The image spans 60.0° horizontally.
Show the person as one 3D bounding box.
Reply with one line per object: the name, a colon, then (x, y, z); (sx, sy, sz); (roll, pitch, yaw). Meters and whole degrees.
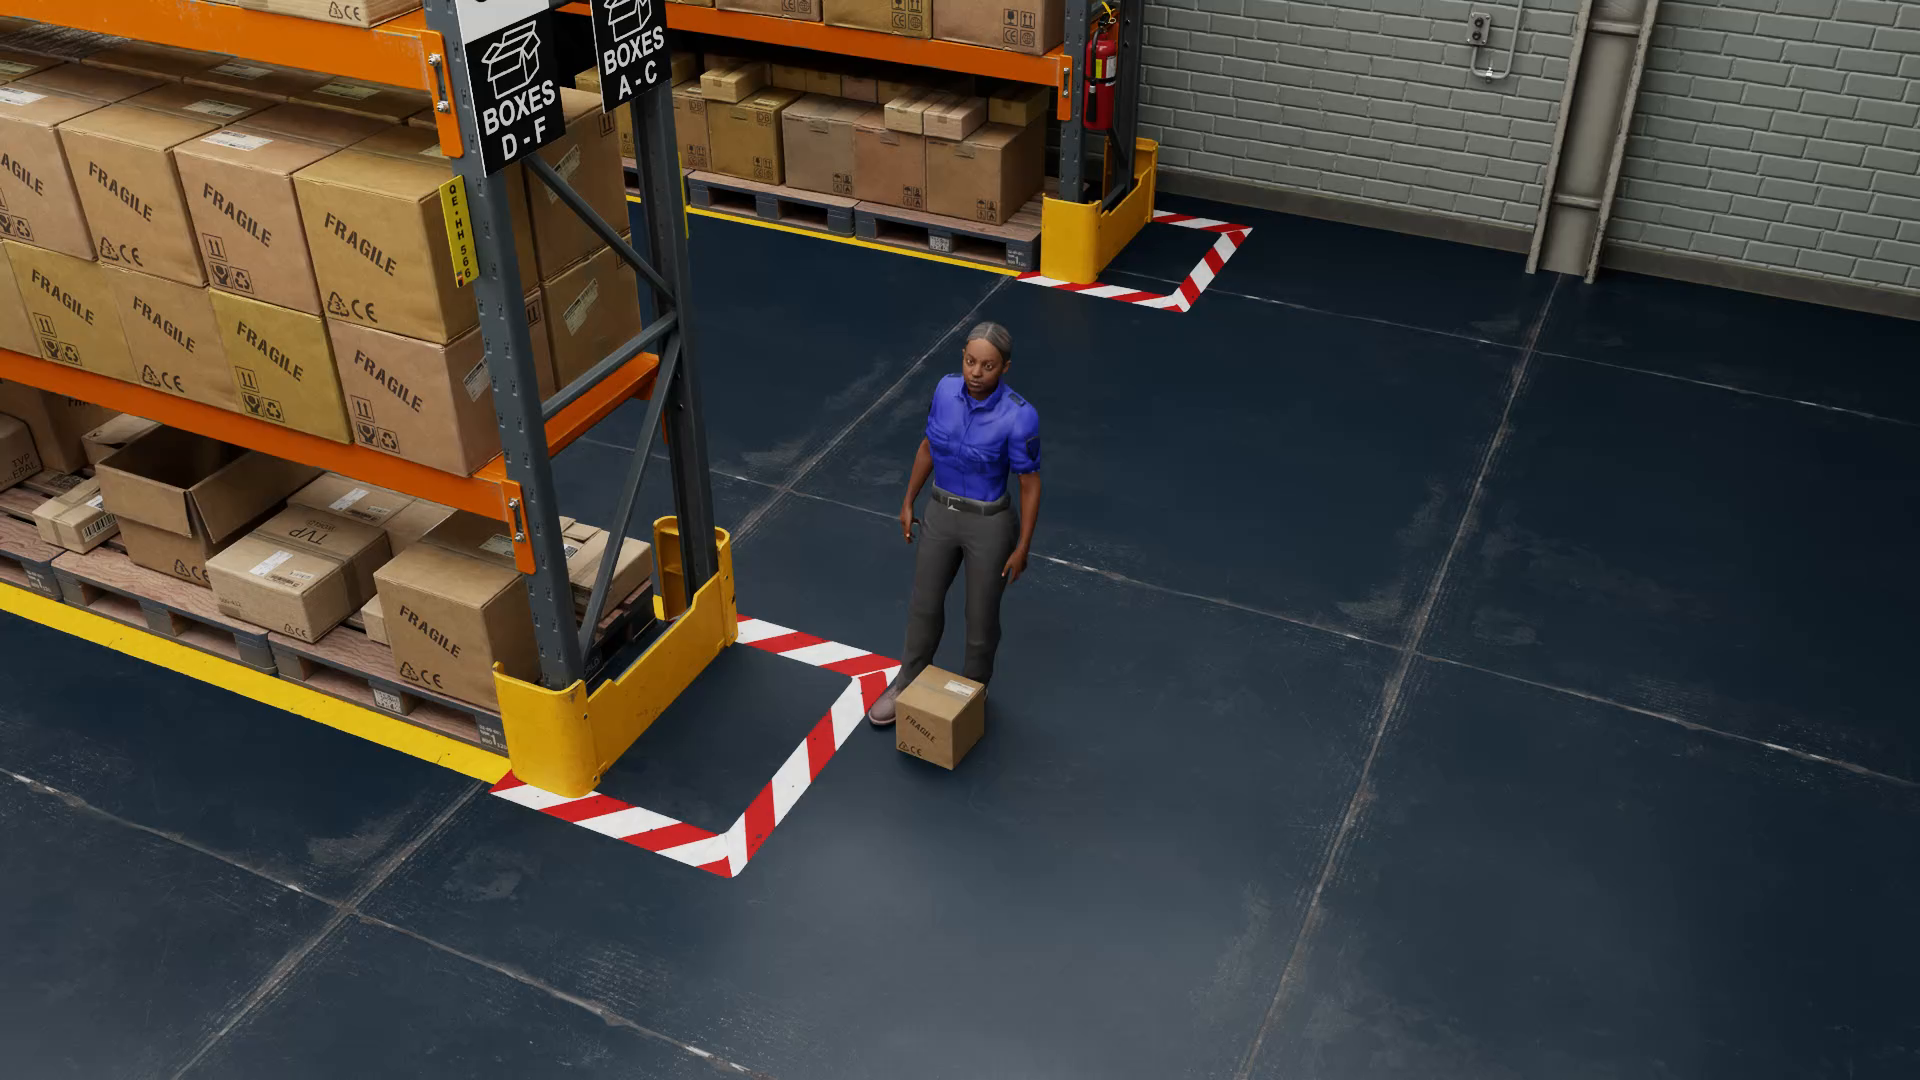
person: (-0.014, -0.010, 6.146); (0.570, 1.656, 0.503); (18, 38, 25)
